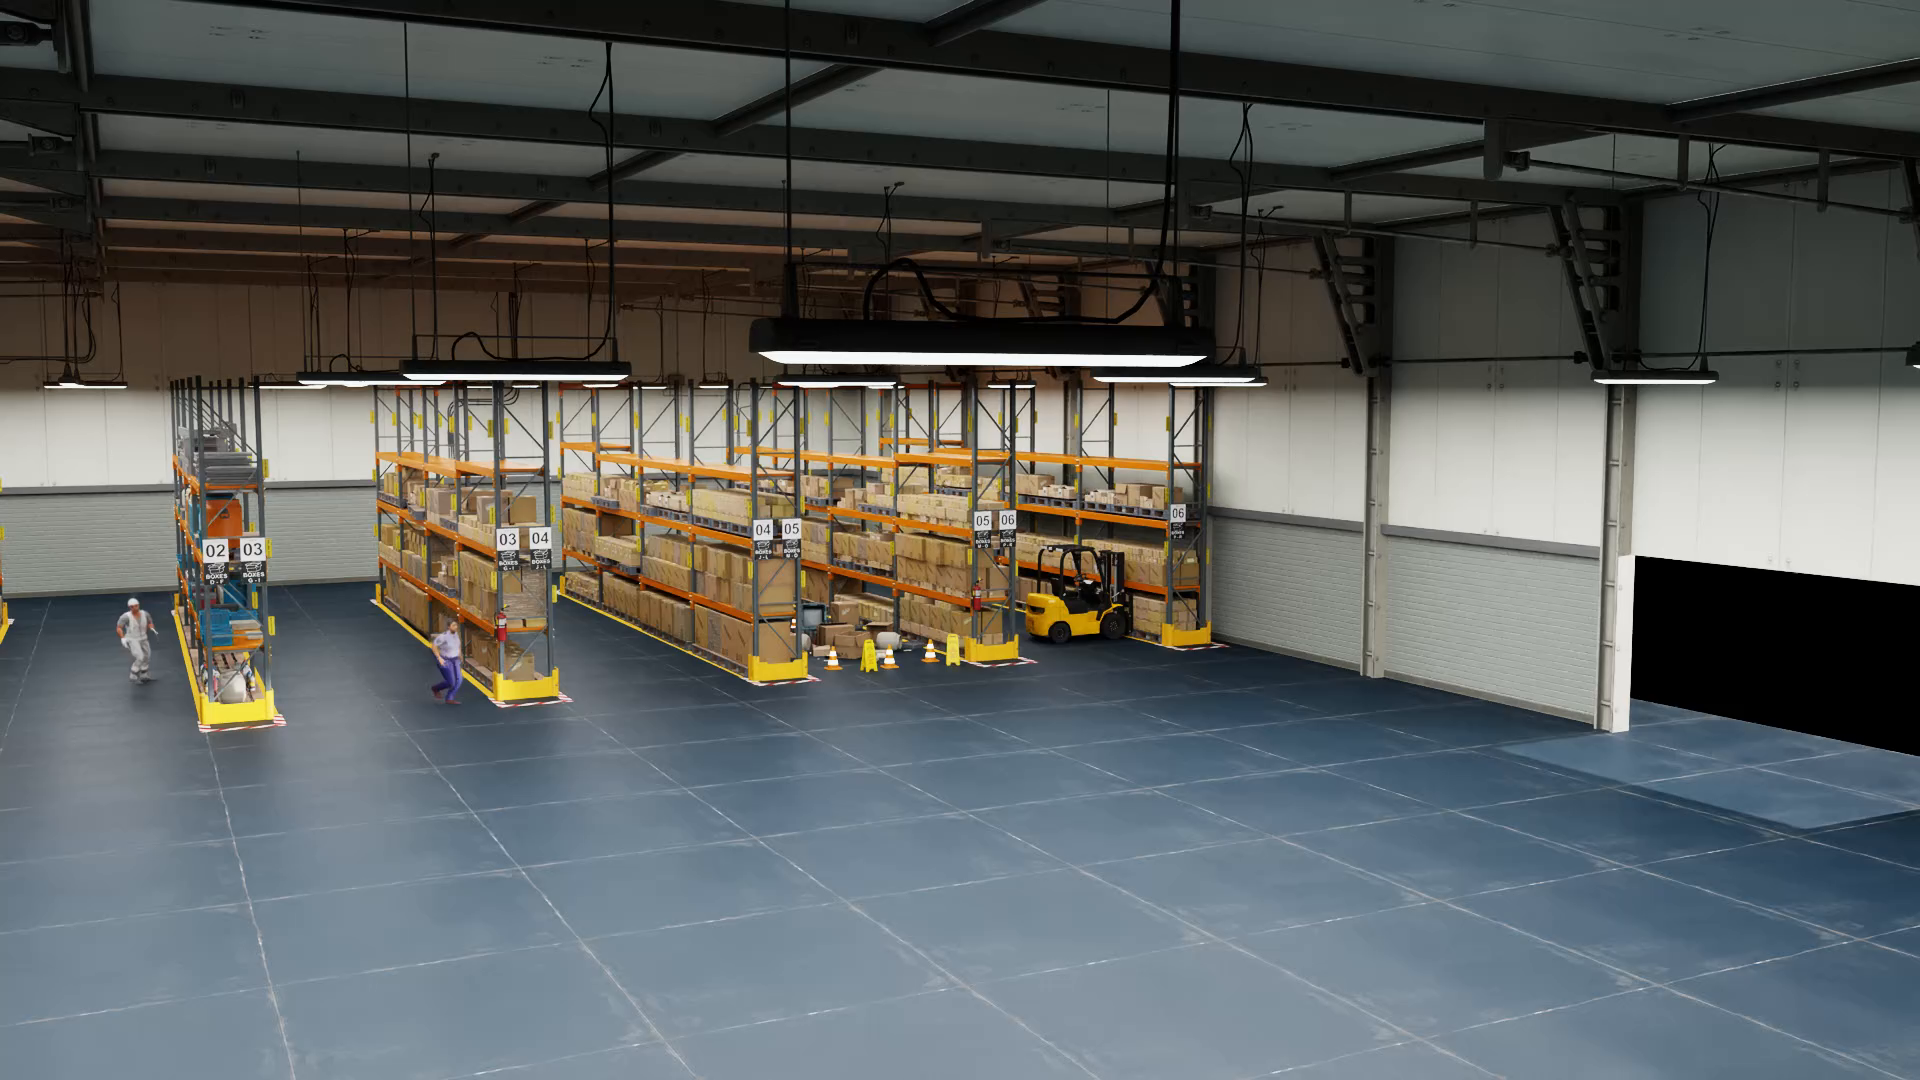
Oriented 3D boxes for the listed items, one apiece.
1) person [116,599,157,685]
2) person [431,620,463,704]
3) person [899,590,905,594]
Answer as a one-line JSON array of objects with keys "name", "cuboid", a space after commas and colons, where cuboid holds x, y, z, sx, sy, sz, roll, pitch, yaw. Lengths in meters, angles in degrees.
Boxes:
[{"name": "person", "cuboid": [-16.126, 1.977, 32.698, 0.723, 1.703, 0.683, 3, 6, 27]}, {"name": "person", "cuboid": [-9.398, 2.237, 30.511, 0.546, 1.577, 0.631, 2, 6, 25]}, {"name": "person", "cuboid": [-1.570, 0.726, 46.988, 0.593, 1.645, 0.471, -2, 5, -17]}]
